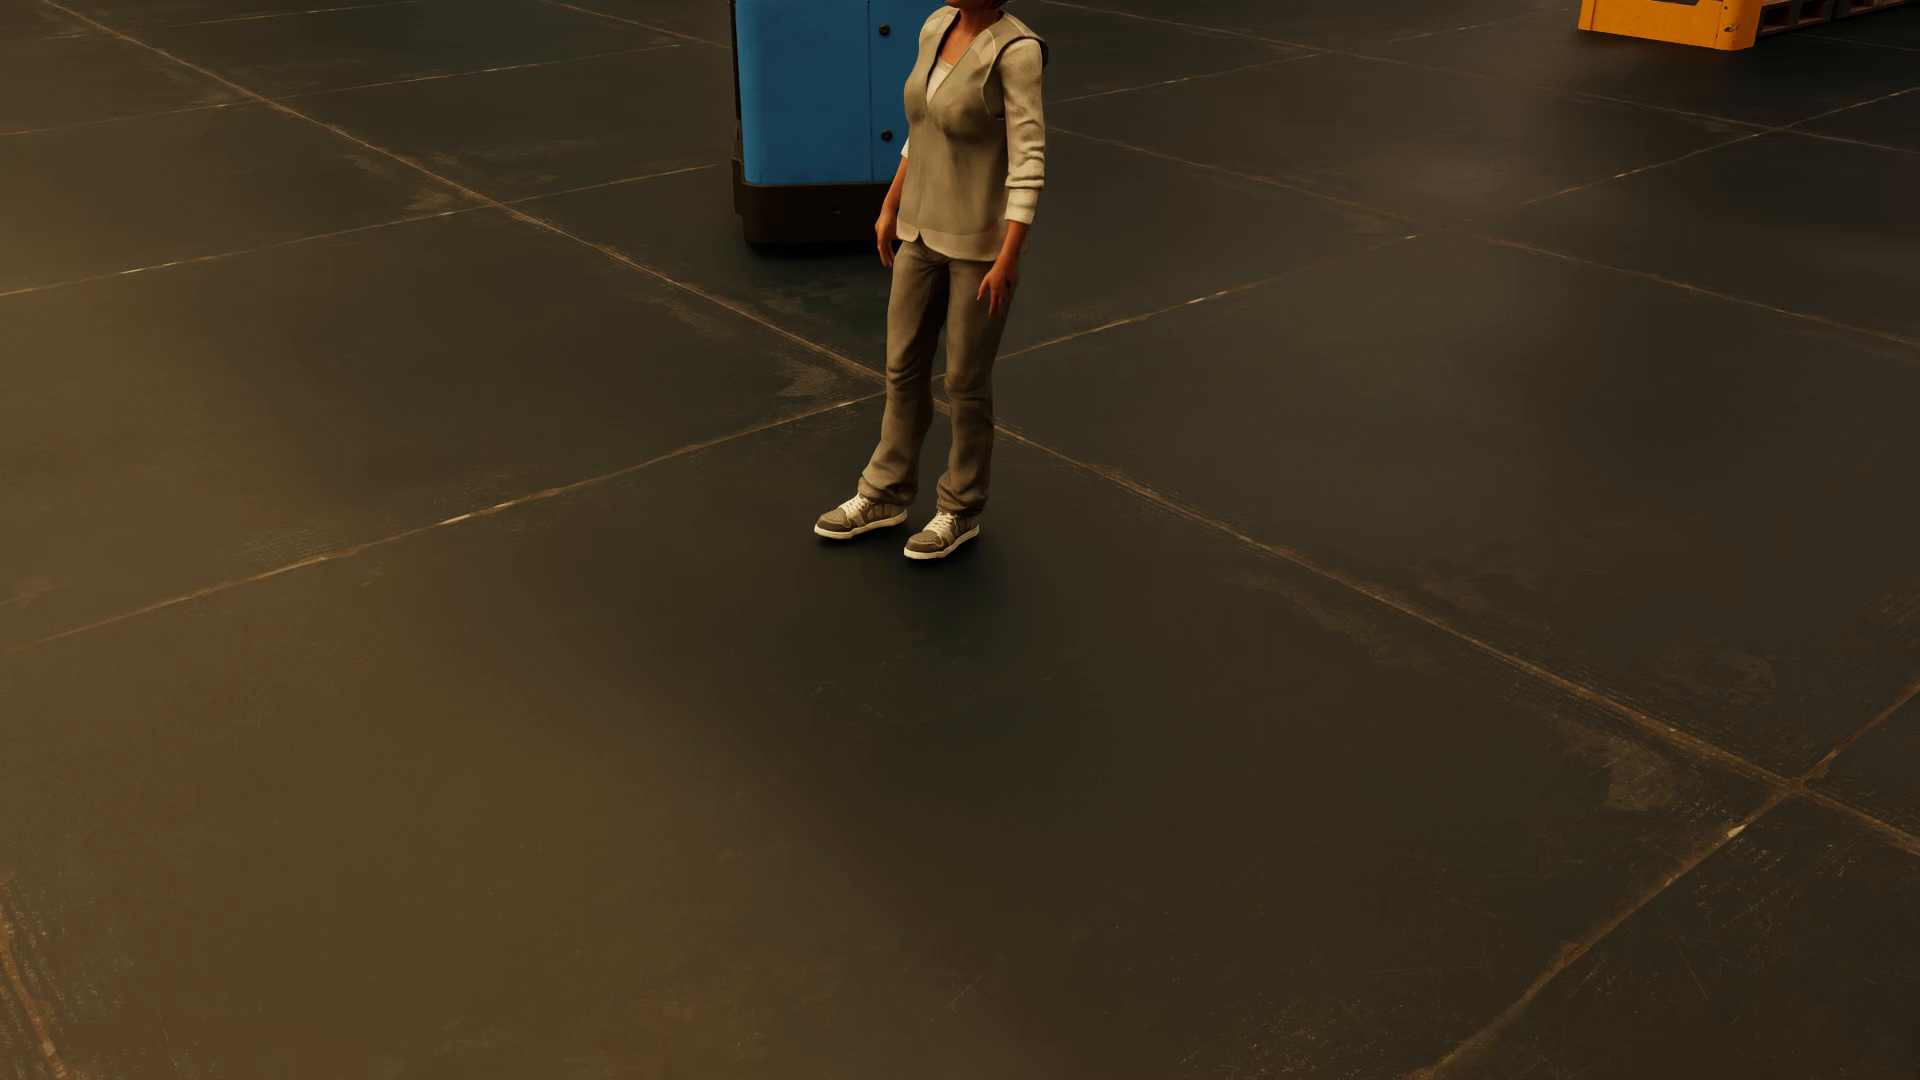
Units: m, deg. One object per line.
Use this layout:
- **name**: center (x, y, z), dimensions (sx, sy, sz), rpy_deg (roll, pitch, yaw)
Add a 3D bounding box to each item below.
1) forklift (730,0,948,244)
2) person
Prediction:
- **forklift**: center (-0.538, -3.142, 7.538), dimensions (1.130, 2.935, 3.031), rpy_deg (-3, 27, -6)
- **person**: center (-0.067, -0.706, 4.110), dimensions (0.473, 1.599, 0.520), rpy_deg (-20, 33, -35)
